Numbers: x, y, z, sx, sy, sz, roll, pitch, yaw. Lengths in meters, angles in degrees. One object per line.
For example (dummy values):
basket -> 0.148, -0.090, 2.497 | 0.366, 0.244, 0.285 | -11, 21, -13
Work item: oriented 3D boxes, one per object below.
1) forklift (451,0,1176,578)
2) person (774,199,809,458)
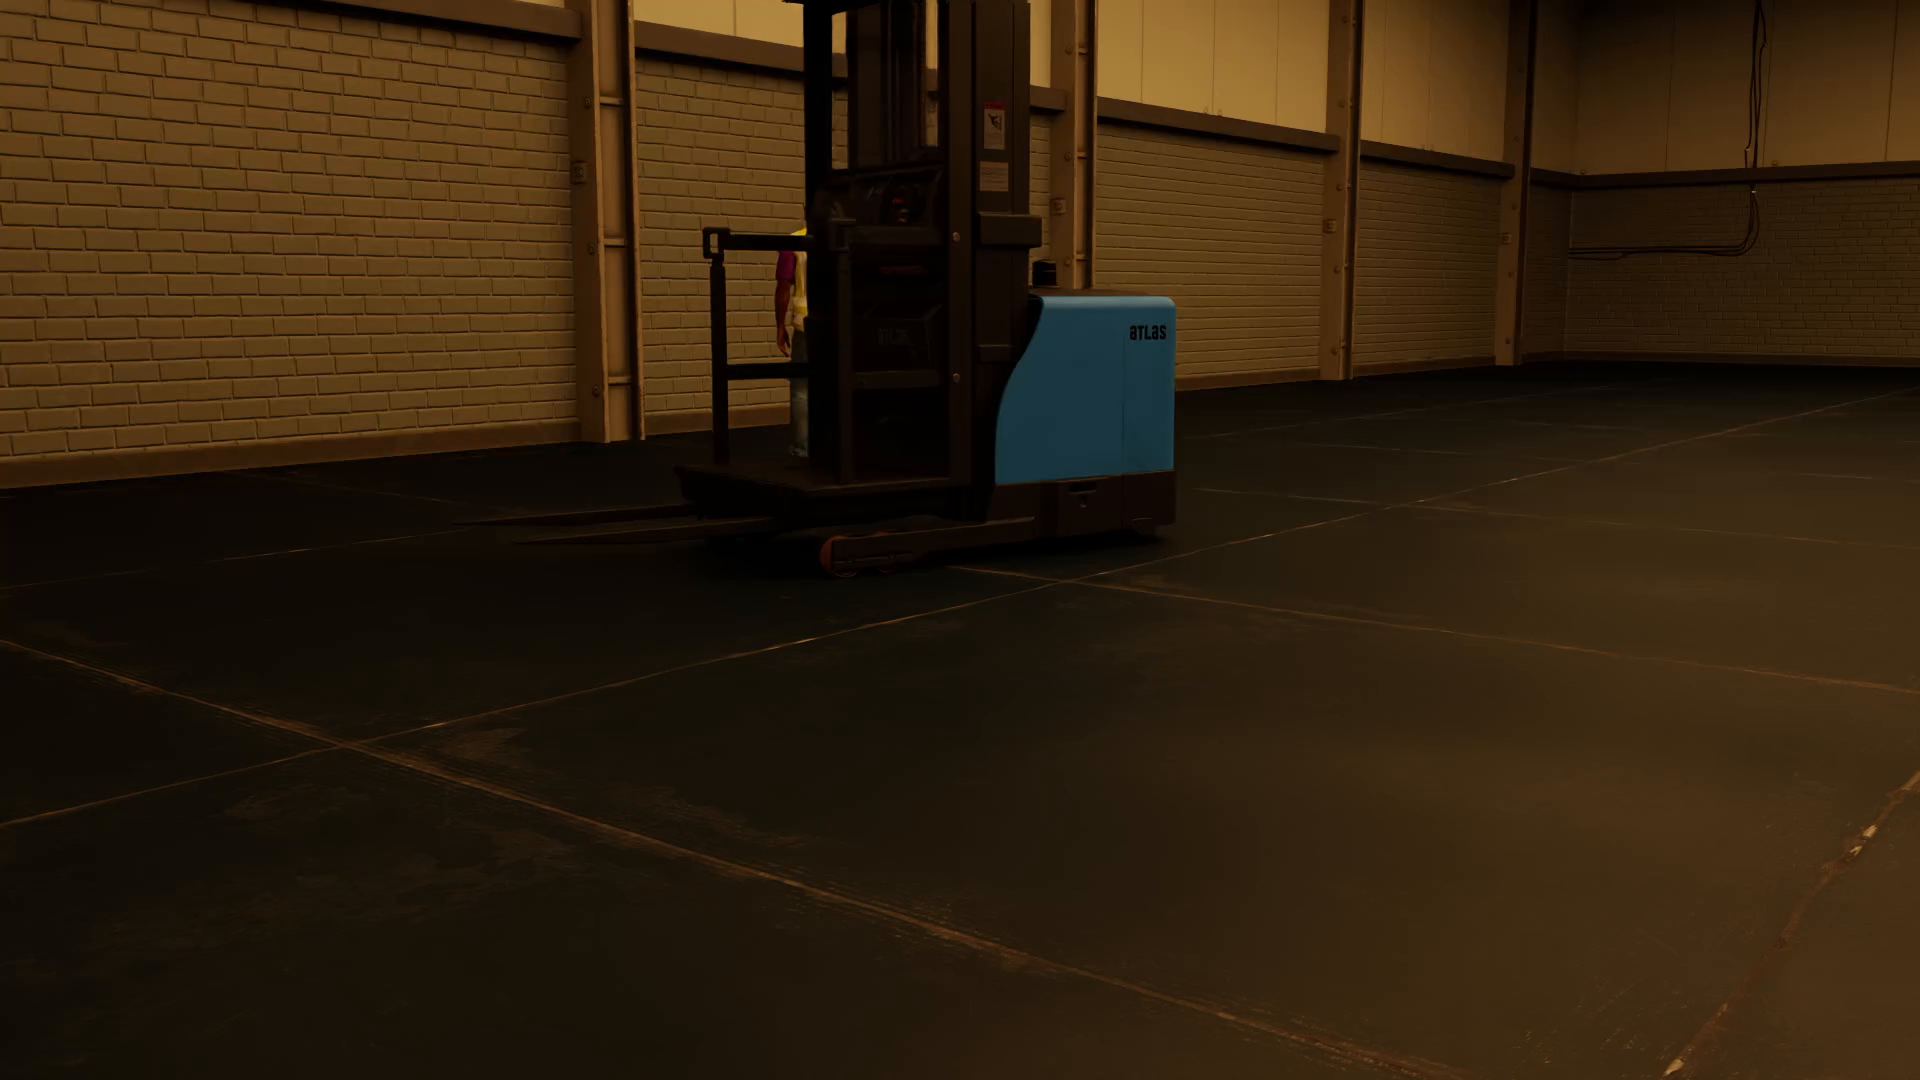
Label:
forklift -> -0.524, -1.389, 6.774 | 3.031, 2.935, 1.130 | -6, 10, -36
person -> -0.855, -1.328, 10.471 | 0.643, 1.769, 0.462 | -2, 9, -13
